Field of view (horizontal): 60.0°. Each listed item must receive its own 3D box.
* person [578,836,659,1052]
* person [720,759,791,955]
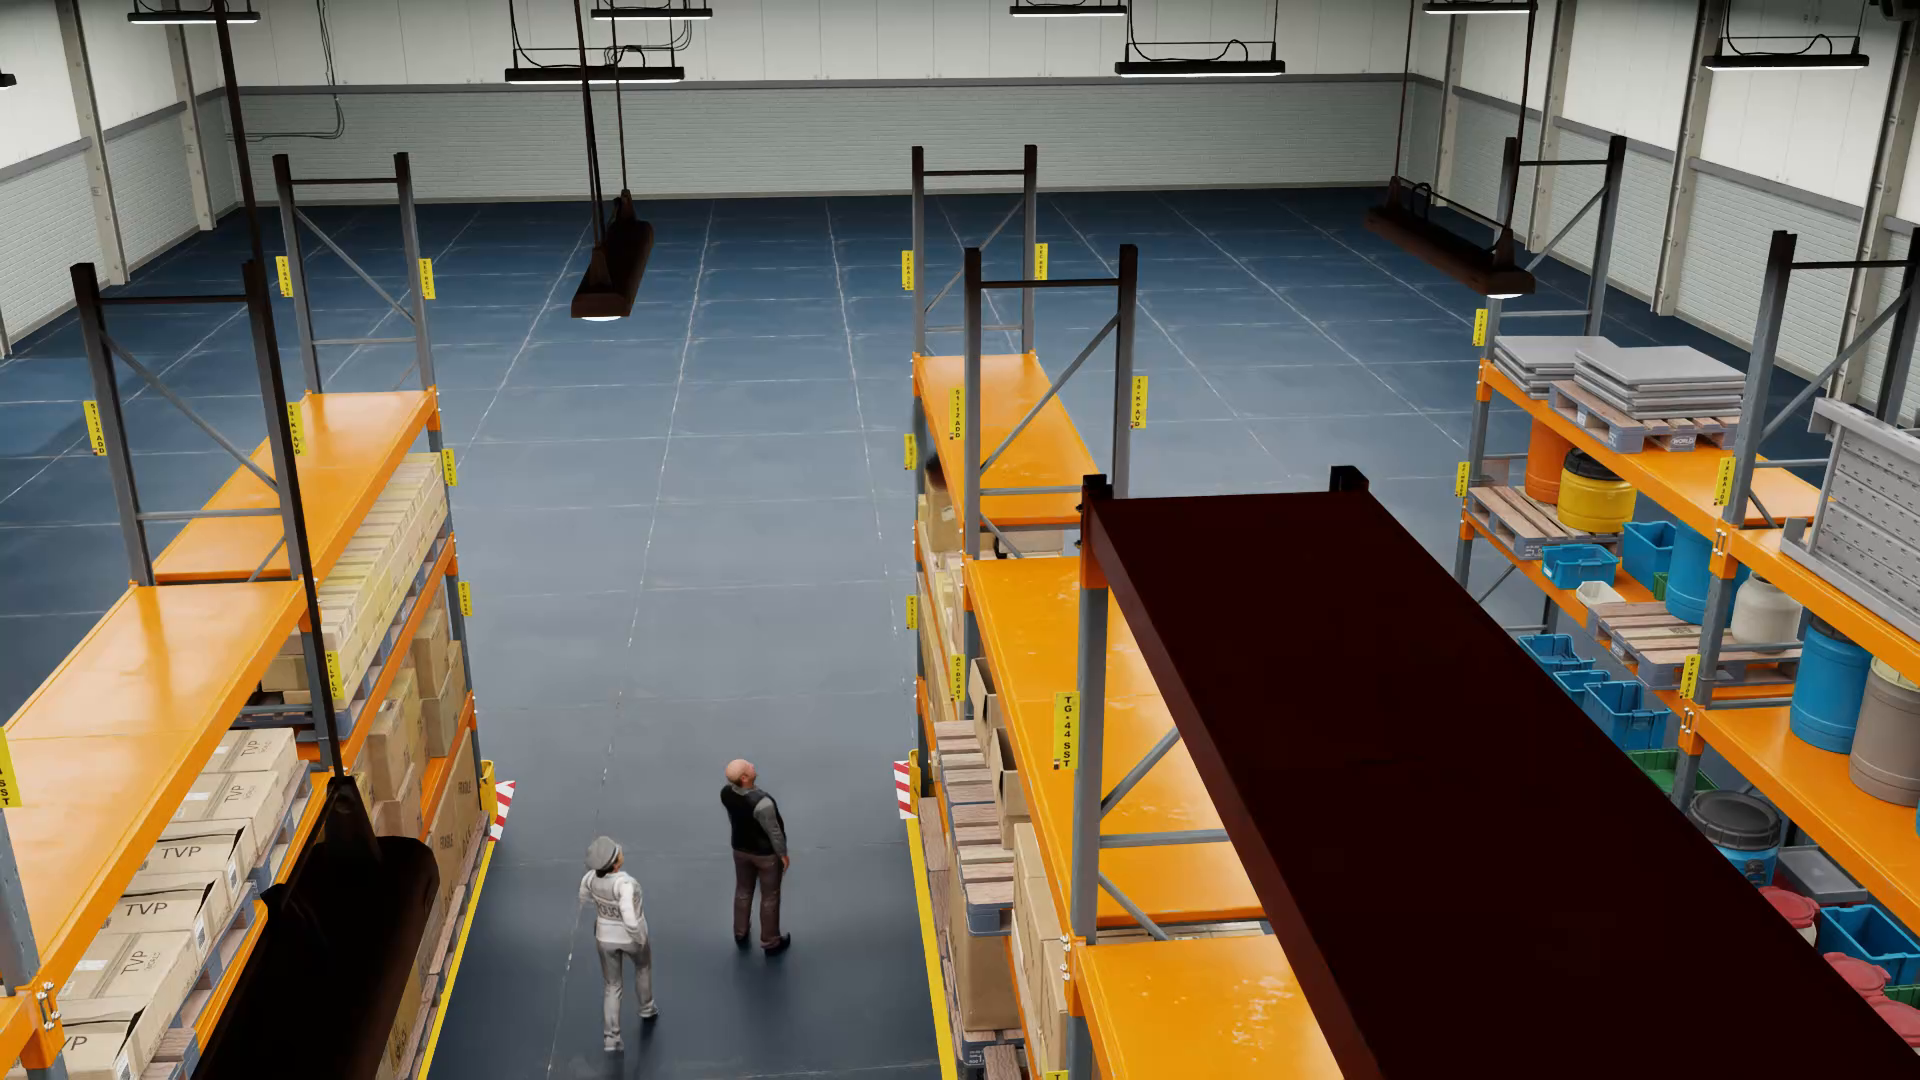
[{"bbox_3d":[-2.510,2.909,12.021,0.503,1.738,0.804,0,22,0],"label":"person"},{"bbox_3d":[-1.605,2.470,13.149,0.571,1.741,0.453,10,24,24],"label":"person"}]
